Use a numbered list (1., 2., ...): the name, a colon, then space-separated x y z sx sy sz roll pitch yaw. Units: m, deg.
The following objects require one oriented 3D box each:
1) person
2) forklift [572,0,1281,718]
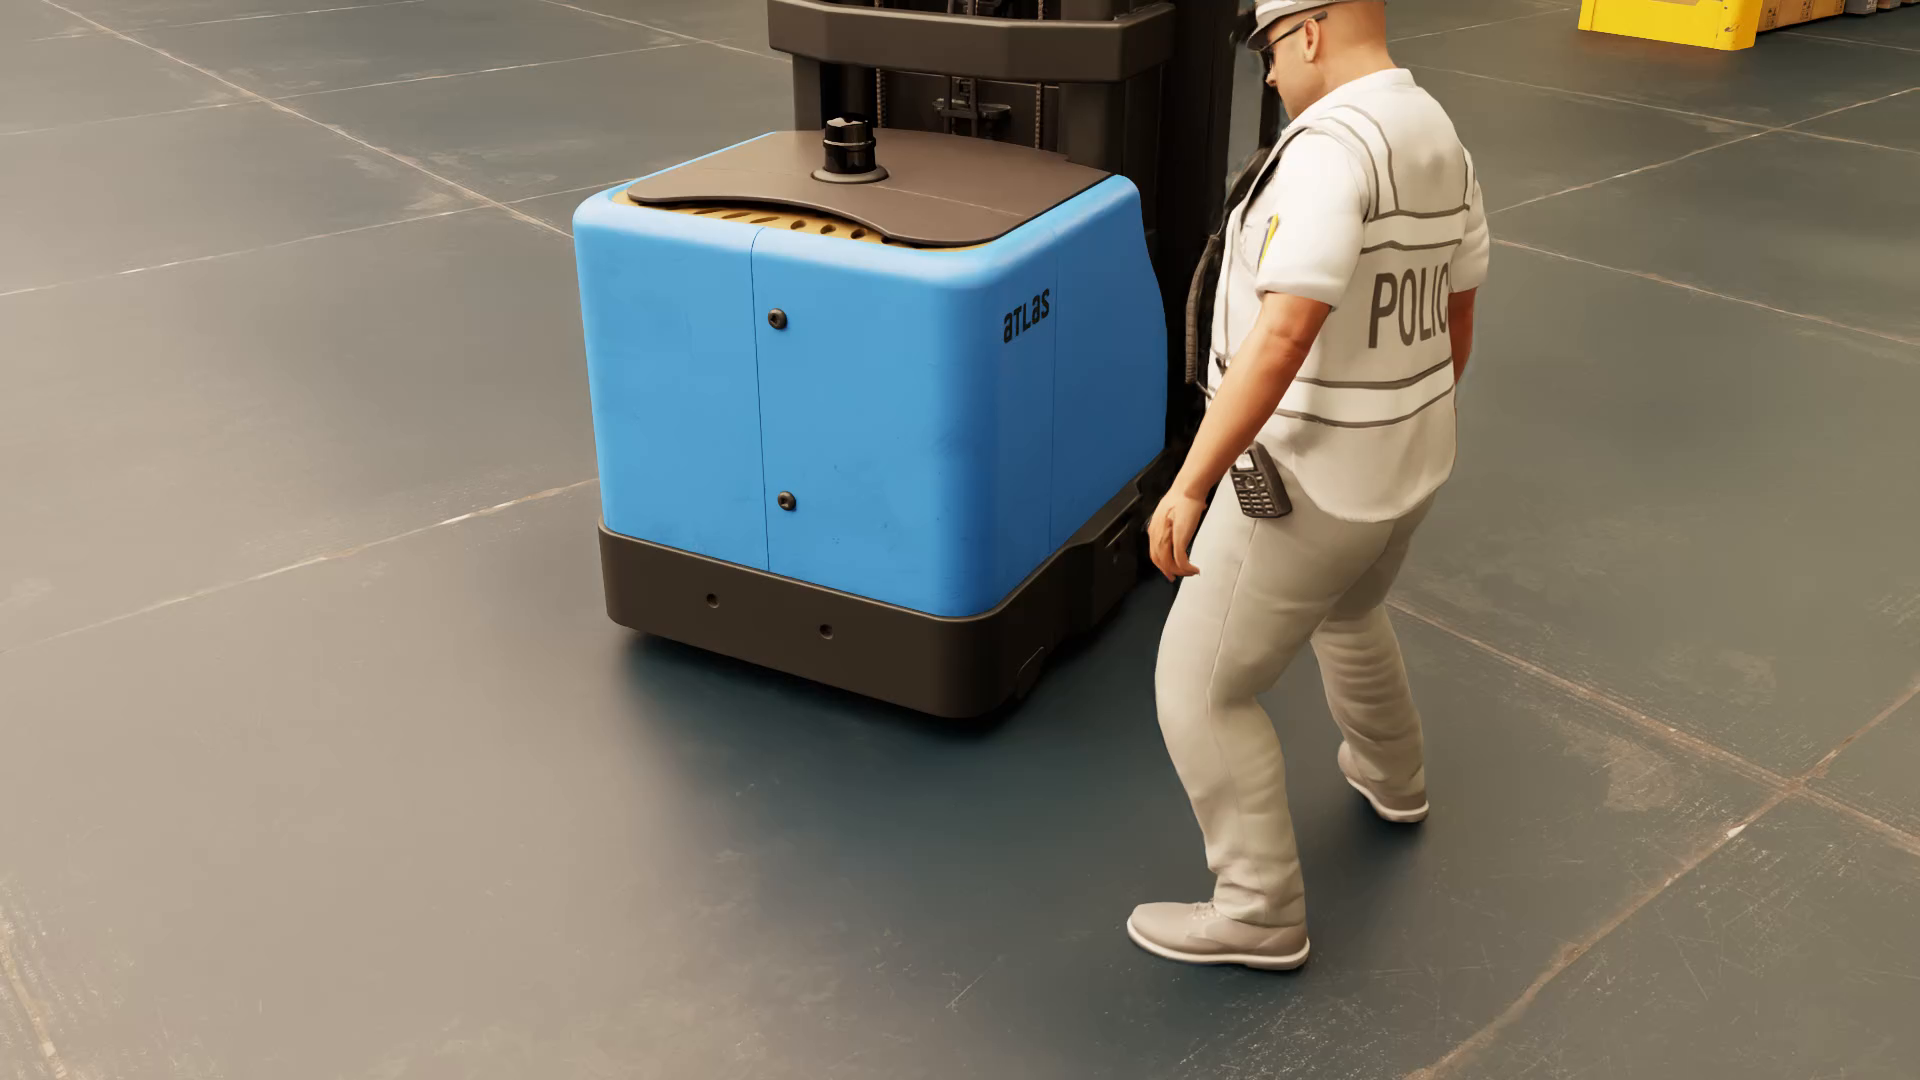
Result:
1. person: 0.610 -0.124 2.880 0.451 1.710 0.951 19 32 33
2. forklift: 0.285 -1.552 4.331 1.130 2.935 3.031 13 29 25
